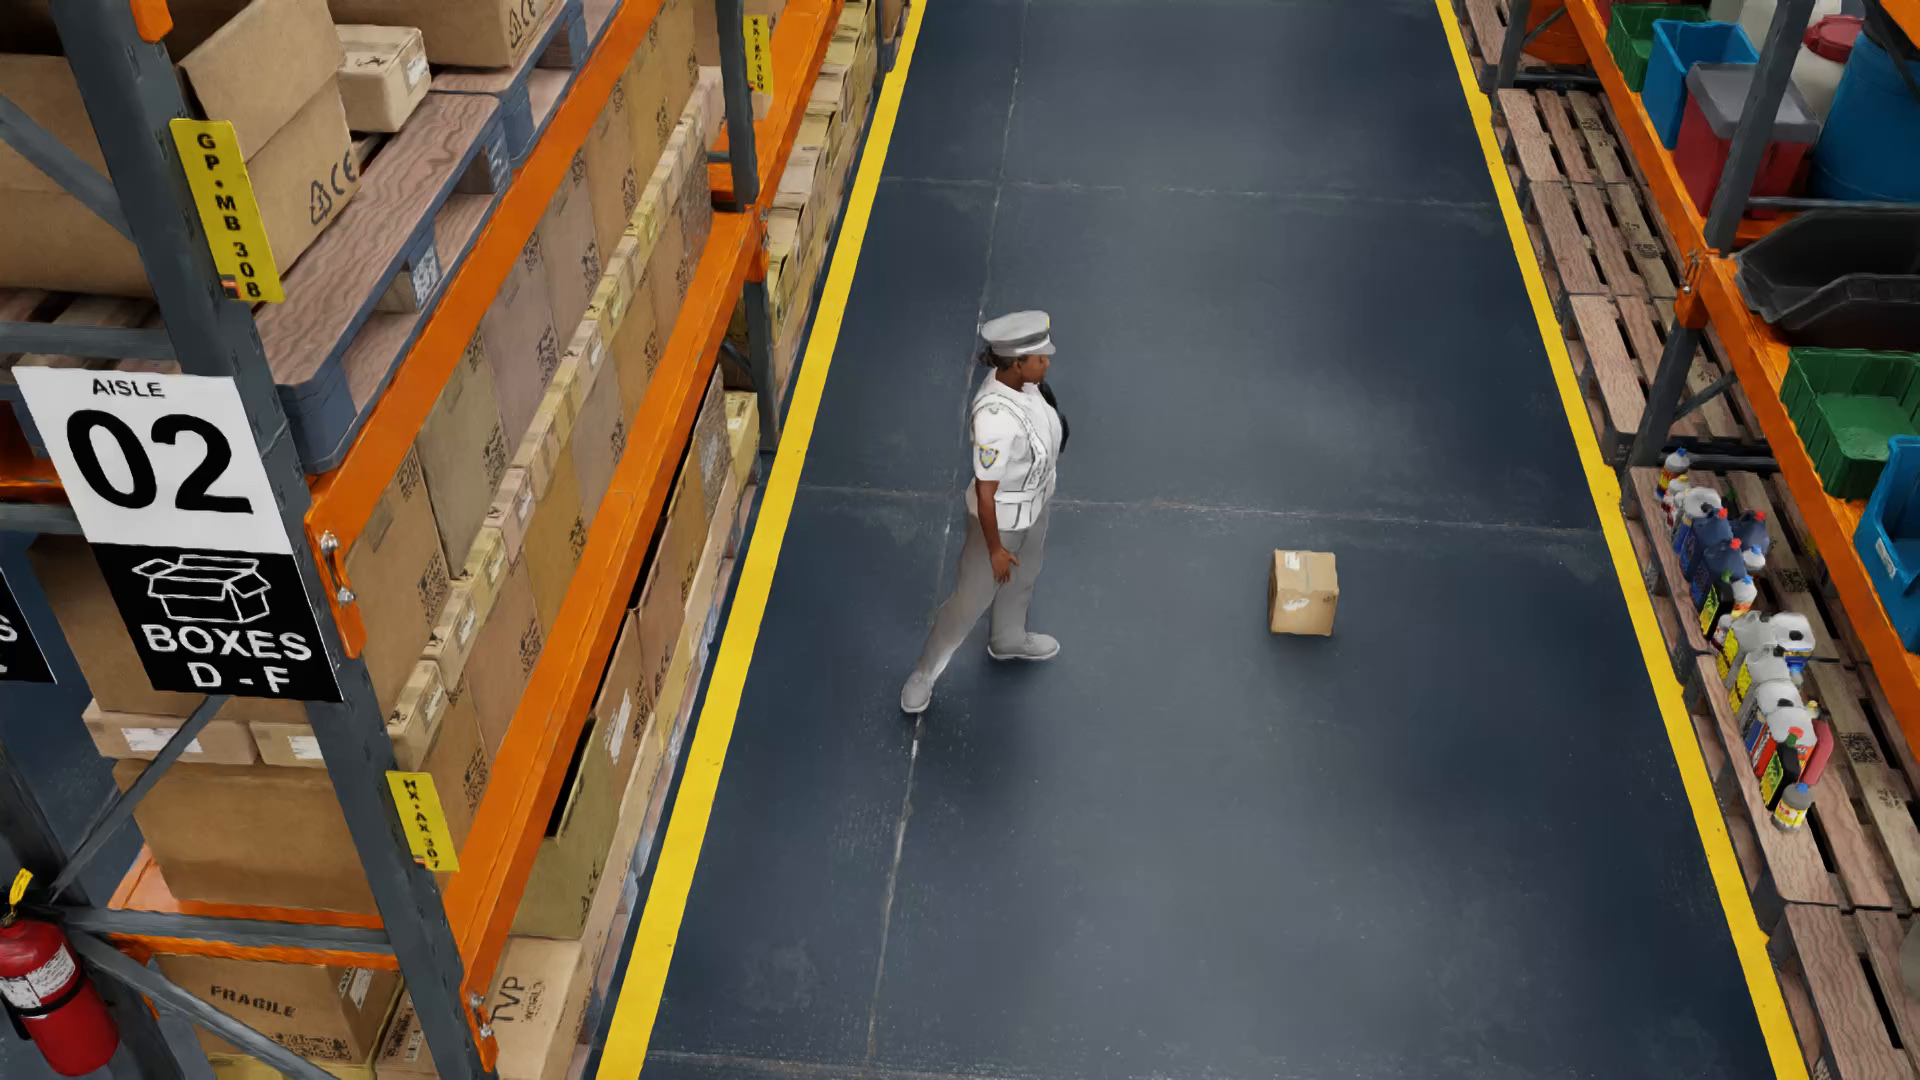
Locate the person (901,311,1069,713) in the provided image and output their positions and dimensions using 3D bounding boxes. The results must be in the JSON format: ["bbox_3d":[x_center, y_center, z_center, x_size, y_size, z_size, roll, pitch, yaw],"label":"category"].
[{"bbox_3d":[0.089,-0.071,6.238,0.487,1.667,0.665,17,43,19],"label":"person"}]
